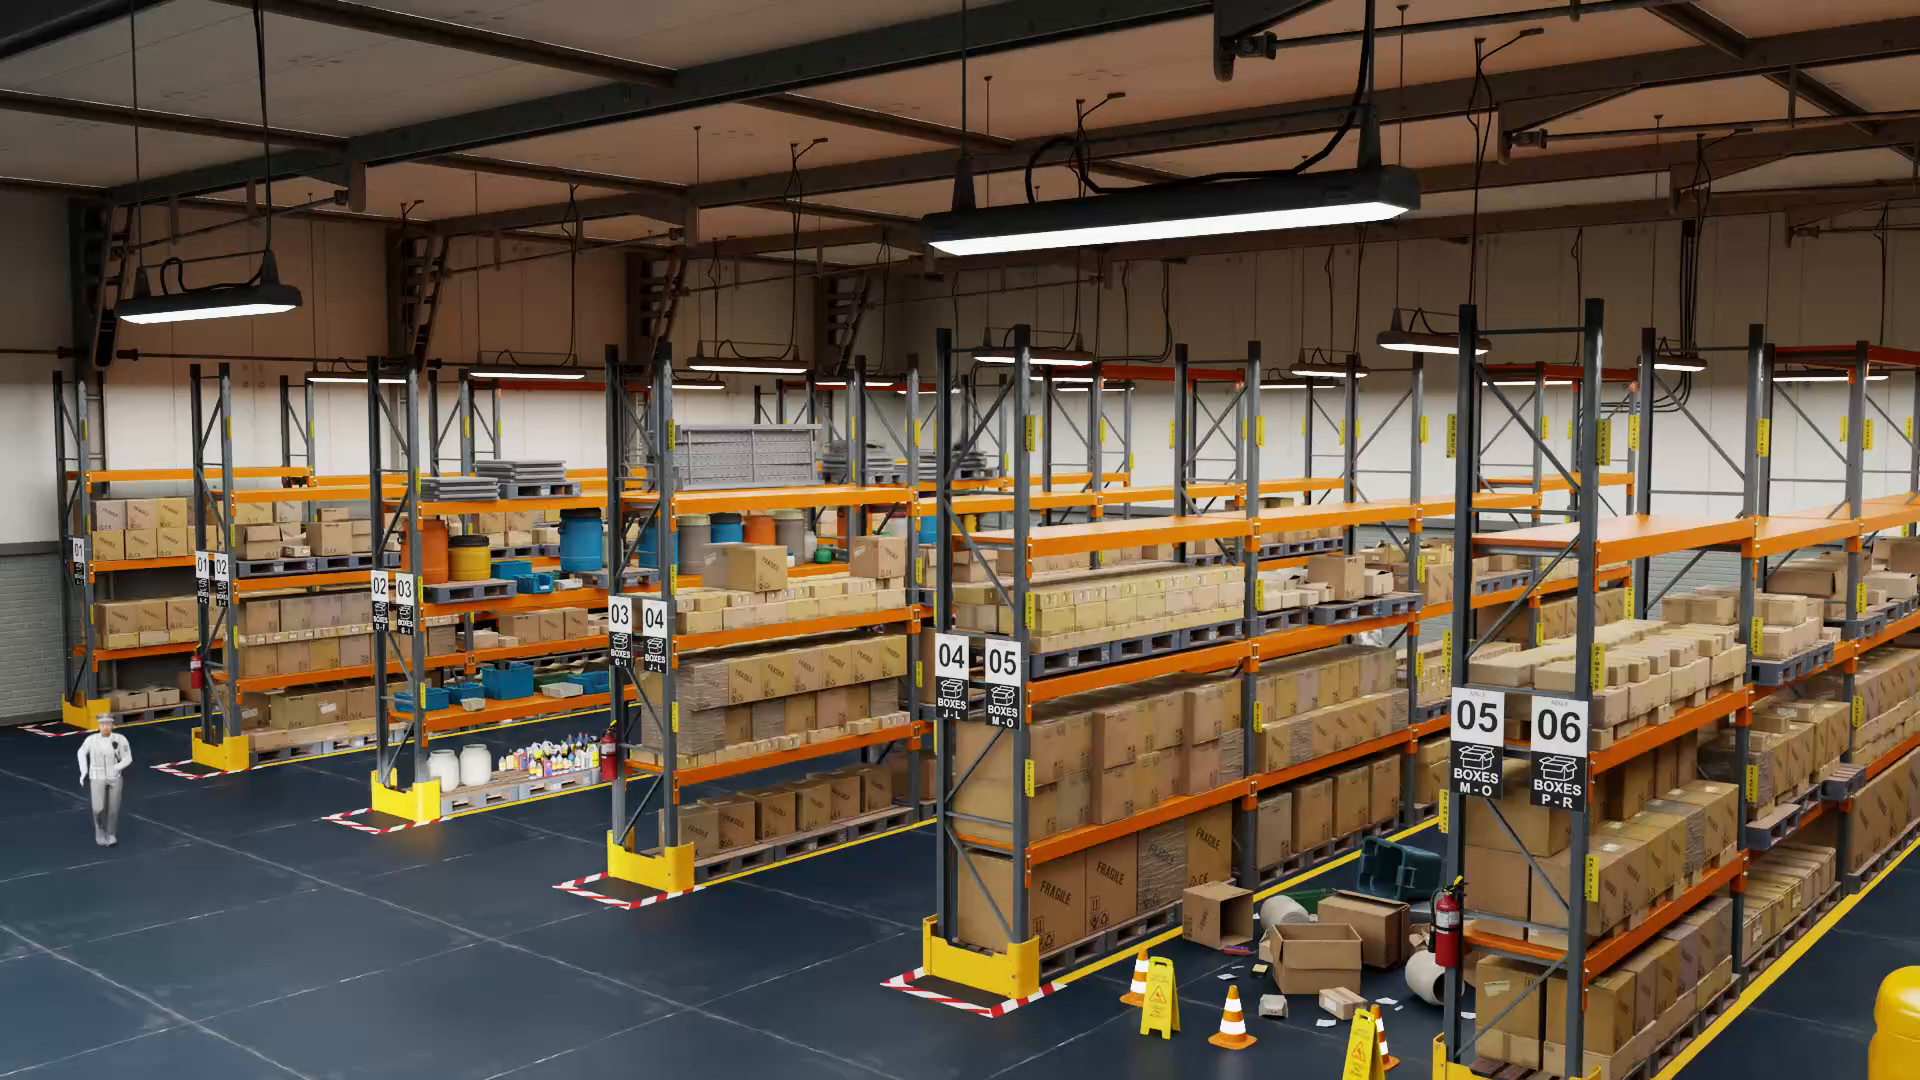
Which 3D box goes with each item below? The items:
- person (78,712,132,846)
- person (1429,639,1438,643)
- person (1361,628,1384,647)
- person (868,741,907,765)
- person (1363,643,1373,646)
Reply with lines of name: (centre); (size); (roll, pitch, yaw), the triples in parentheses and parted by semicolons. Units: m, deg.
person: (-10.276, 2.880, 20.004); (0.585, 1.647, 0.700); (-2, 5, -27)
person: (7.715, 2.437, 27.001); (0.555, 1.647, 0.706); (4, 6, 43)
person: (7.809, 2.067, 31.385); (0.632, 1.680, 0.614); (-3, 5, -39)
person: (-1.056, 2.568, 24.048); (0.717, 1.752, 0.820); (4, 6, 44)
person: (6.214, 2.468, 25.146); (0.806, 1.850, 0.687); (-4, 6, -45)
